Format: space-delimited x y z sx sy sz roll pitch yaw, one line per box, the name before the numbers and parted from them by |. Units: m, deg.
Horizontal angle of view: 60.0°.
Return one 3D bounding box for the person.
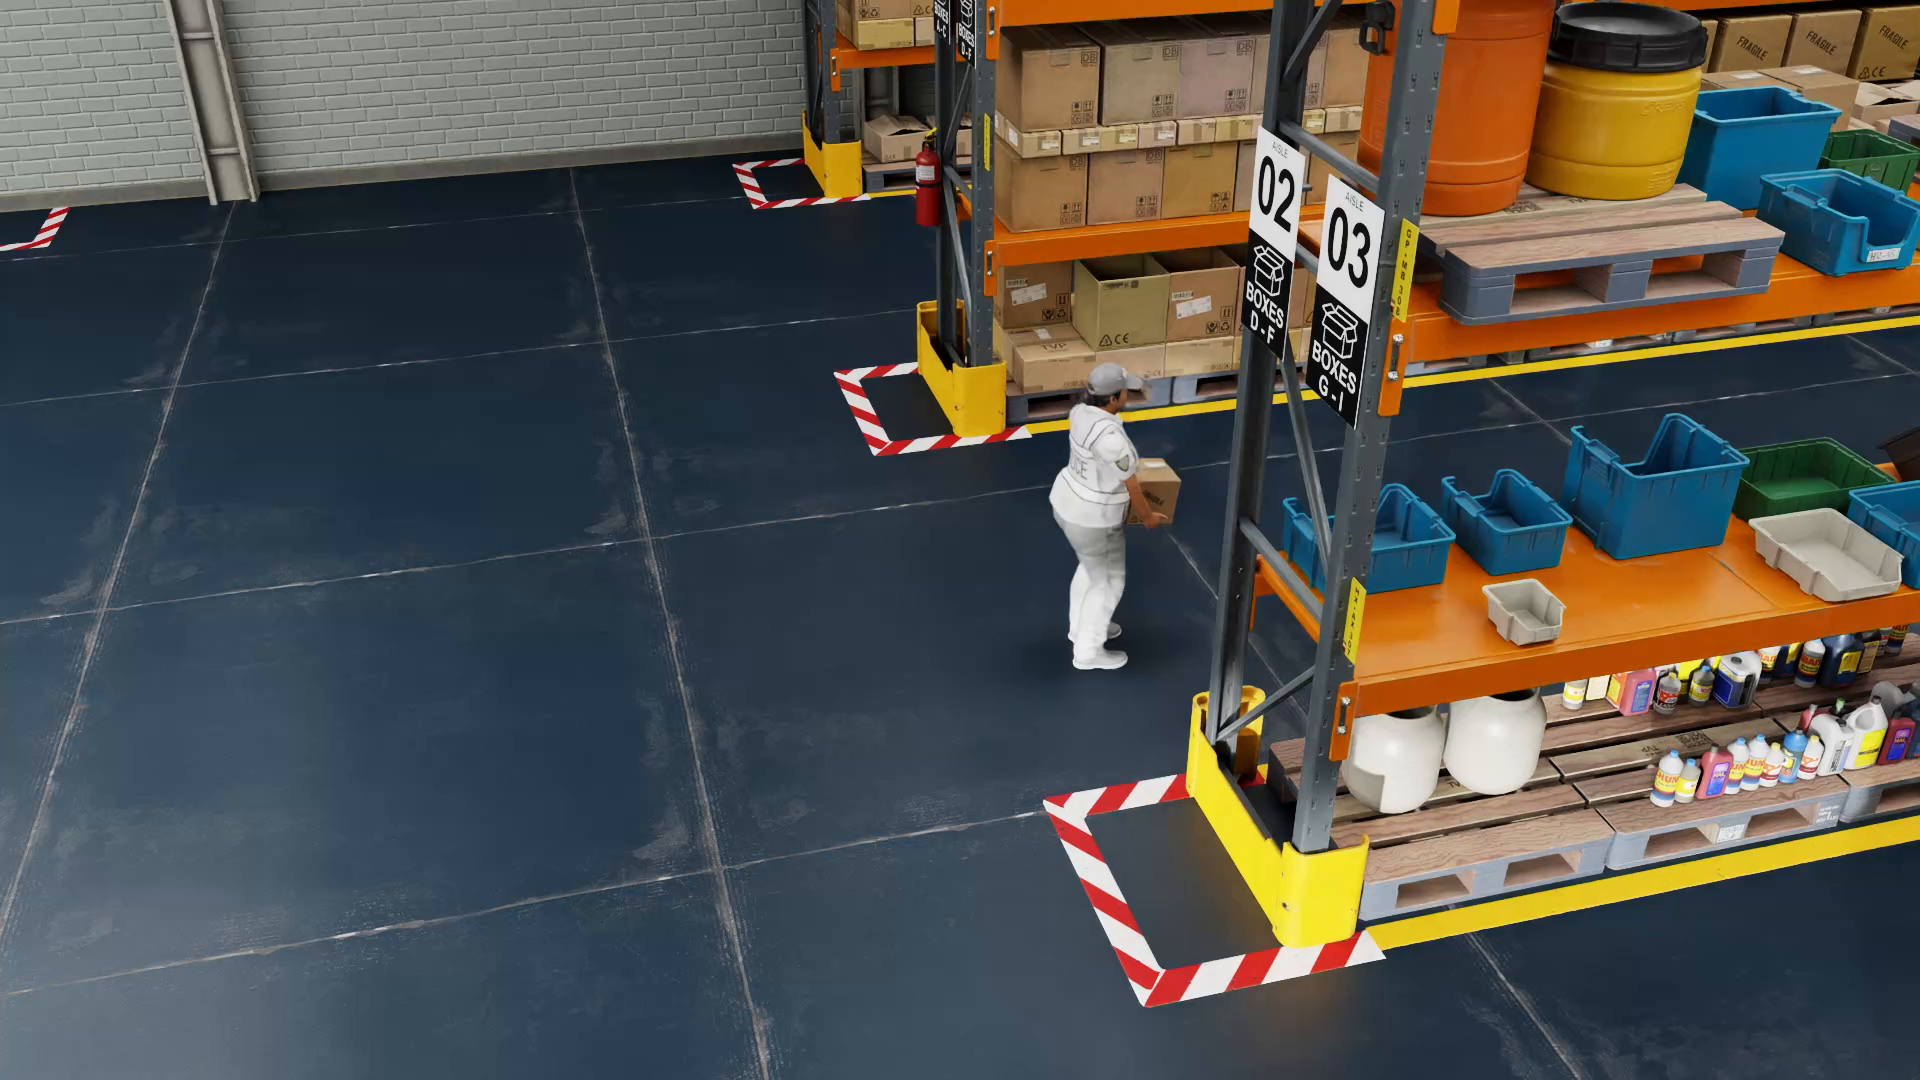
person | 0.746 -0.135 8.474 0.559 1.660 0.452 -8 31 -14
